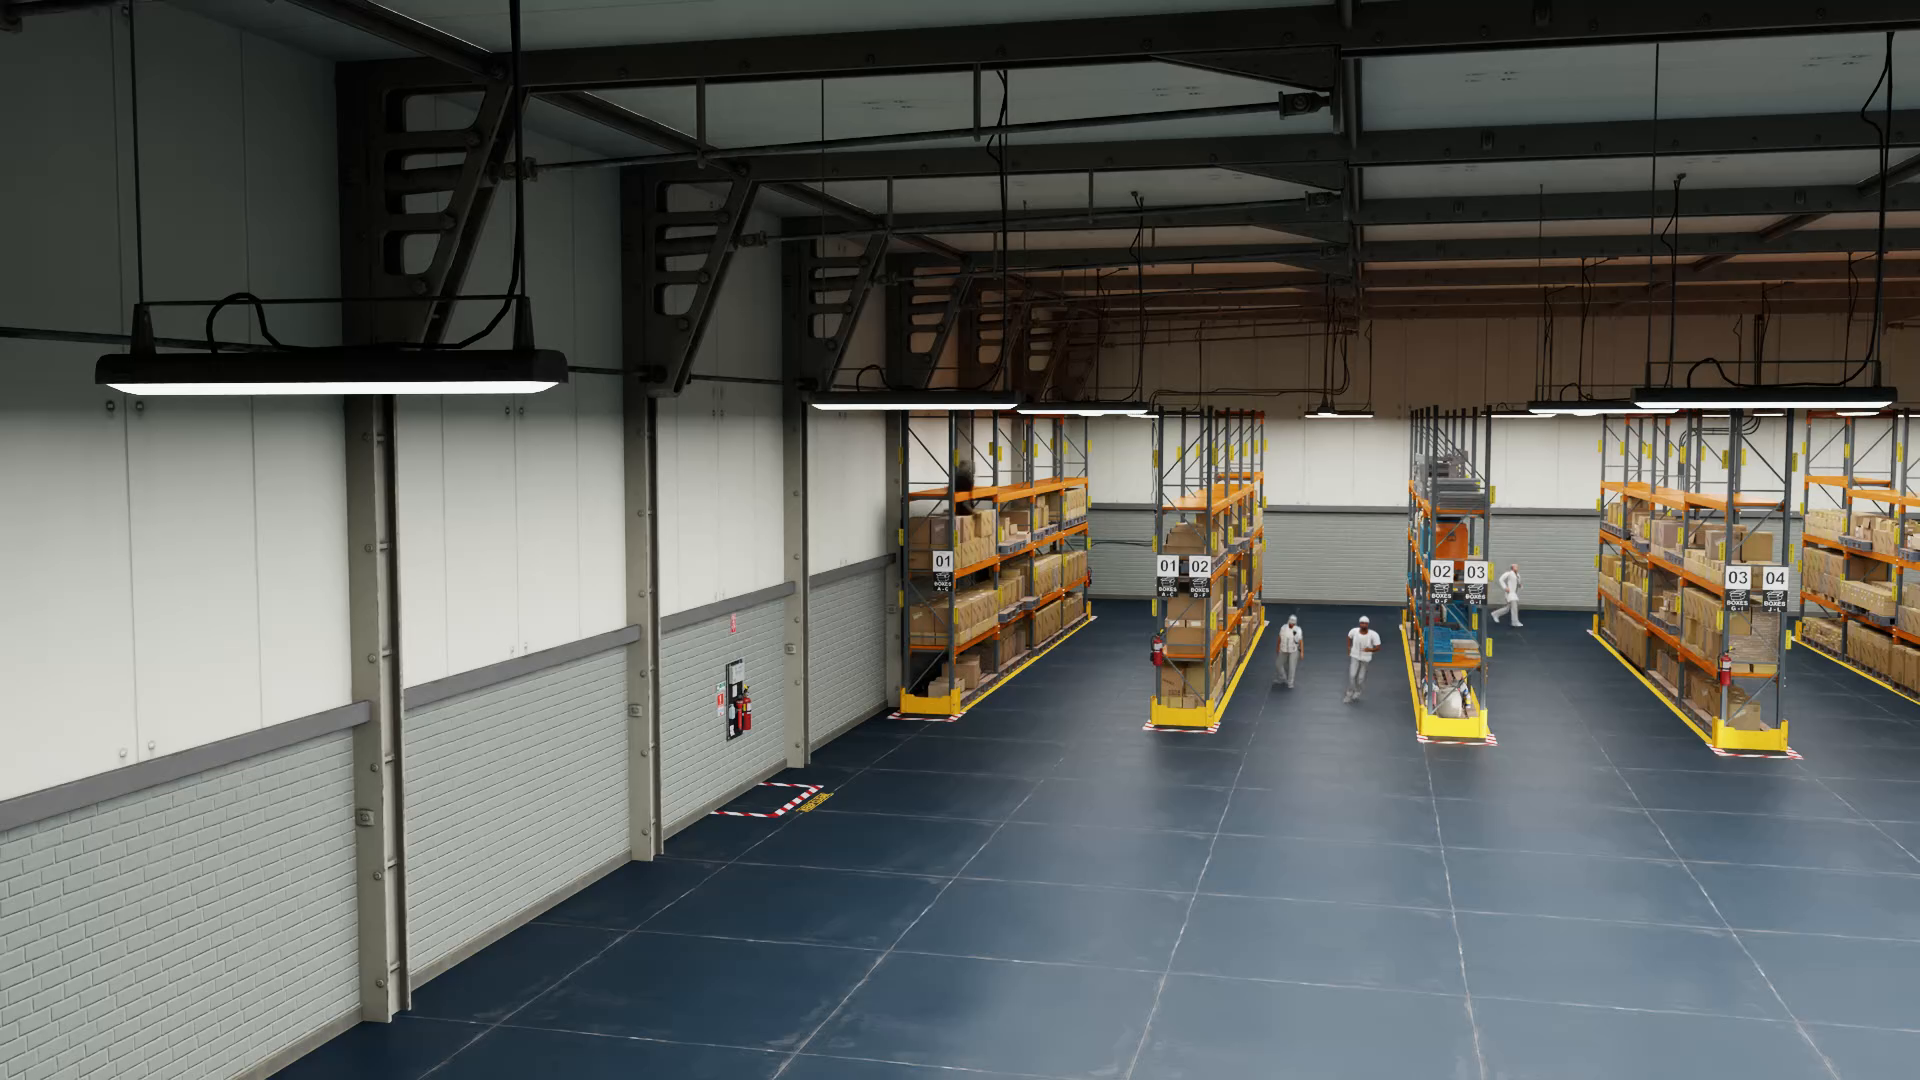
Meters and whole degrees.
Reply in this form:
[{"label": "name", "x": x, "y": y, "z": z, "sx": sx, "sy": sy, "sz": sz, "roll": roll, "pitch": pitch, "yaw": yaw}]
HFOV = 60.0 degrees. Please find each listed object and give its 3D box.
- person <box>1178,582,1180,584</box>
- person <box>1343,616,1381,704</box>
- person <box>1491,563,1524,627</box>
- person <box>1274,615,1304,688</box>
[{"label": "person", "x": 5.913, "y": 1.687, "z": 45.341, "sx": 0.684, "sy": 1.555, "sz": 1.099, "roll": 2, "pitch": 4, "yaw": 24}, {"label": "person", "x": 8.179, "y": 2.429, "z": 33.778, "sx": 0.719, "sy": 1.792, "sz": 0.714, "roll": 1, "pitch": 4, "yaw": 19}, {"label": "person", "x": 15.411, "y": 1.513, "z": 46.489, "sx": 1.034, "sy": 1.725, "sz": 0.739, "roll": 4, "pitch": 6, "yaw": 42}, {"label": "person", "x": 7.052, "y": 2.371, "z": 35.691, "sx": 0.759, "sy": 1.587, "sz": 0.676, "roll": 2, "pitch": 5, "yaw": 28}]
